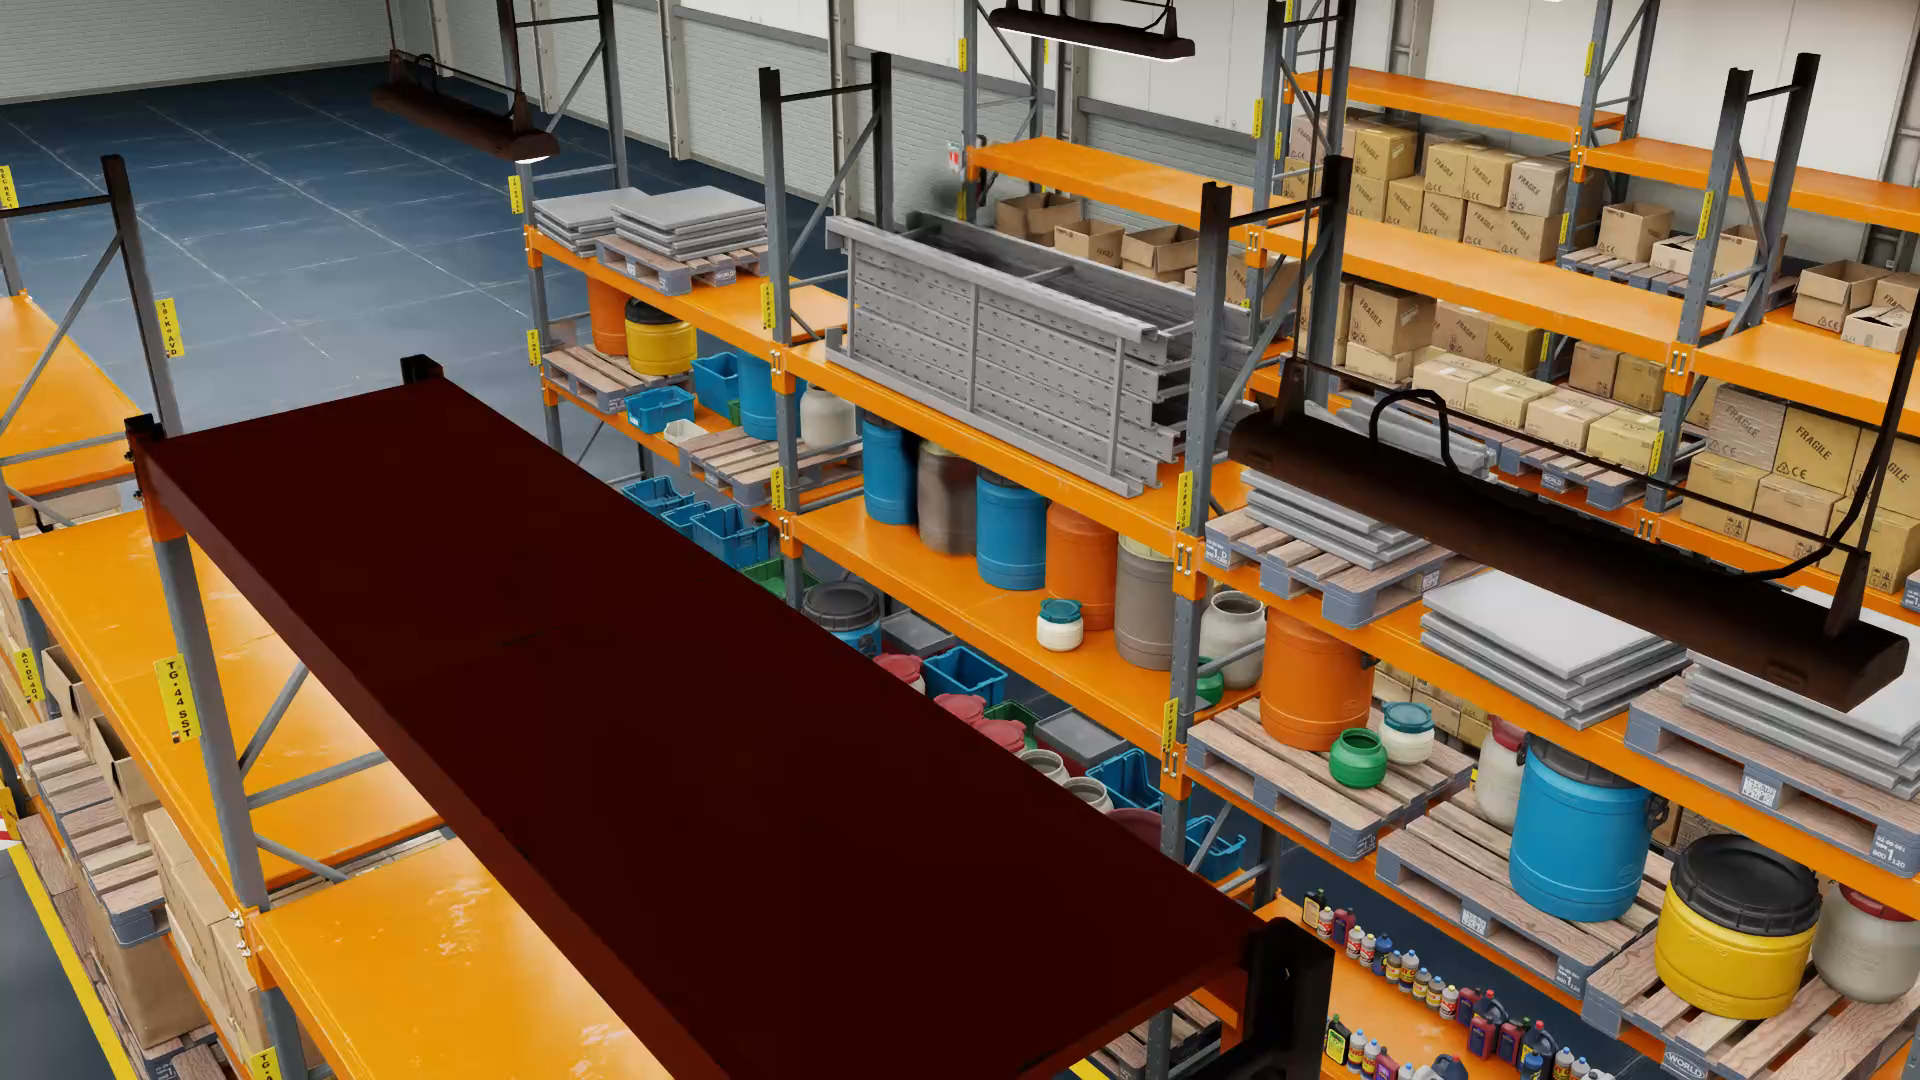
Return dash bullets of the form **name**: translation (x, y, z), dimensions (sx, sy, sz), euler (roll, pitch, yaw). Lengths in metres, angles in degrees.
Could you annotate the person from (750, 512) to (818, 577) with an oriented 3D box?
- **person**: translation (-1.828, -0.184, 16.691), dimensions (0.911, 1.733, 0.699), euler (22, 34, 38)
